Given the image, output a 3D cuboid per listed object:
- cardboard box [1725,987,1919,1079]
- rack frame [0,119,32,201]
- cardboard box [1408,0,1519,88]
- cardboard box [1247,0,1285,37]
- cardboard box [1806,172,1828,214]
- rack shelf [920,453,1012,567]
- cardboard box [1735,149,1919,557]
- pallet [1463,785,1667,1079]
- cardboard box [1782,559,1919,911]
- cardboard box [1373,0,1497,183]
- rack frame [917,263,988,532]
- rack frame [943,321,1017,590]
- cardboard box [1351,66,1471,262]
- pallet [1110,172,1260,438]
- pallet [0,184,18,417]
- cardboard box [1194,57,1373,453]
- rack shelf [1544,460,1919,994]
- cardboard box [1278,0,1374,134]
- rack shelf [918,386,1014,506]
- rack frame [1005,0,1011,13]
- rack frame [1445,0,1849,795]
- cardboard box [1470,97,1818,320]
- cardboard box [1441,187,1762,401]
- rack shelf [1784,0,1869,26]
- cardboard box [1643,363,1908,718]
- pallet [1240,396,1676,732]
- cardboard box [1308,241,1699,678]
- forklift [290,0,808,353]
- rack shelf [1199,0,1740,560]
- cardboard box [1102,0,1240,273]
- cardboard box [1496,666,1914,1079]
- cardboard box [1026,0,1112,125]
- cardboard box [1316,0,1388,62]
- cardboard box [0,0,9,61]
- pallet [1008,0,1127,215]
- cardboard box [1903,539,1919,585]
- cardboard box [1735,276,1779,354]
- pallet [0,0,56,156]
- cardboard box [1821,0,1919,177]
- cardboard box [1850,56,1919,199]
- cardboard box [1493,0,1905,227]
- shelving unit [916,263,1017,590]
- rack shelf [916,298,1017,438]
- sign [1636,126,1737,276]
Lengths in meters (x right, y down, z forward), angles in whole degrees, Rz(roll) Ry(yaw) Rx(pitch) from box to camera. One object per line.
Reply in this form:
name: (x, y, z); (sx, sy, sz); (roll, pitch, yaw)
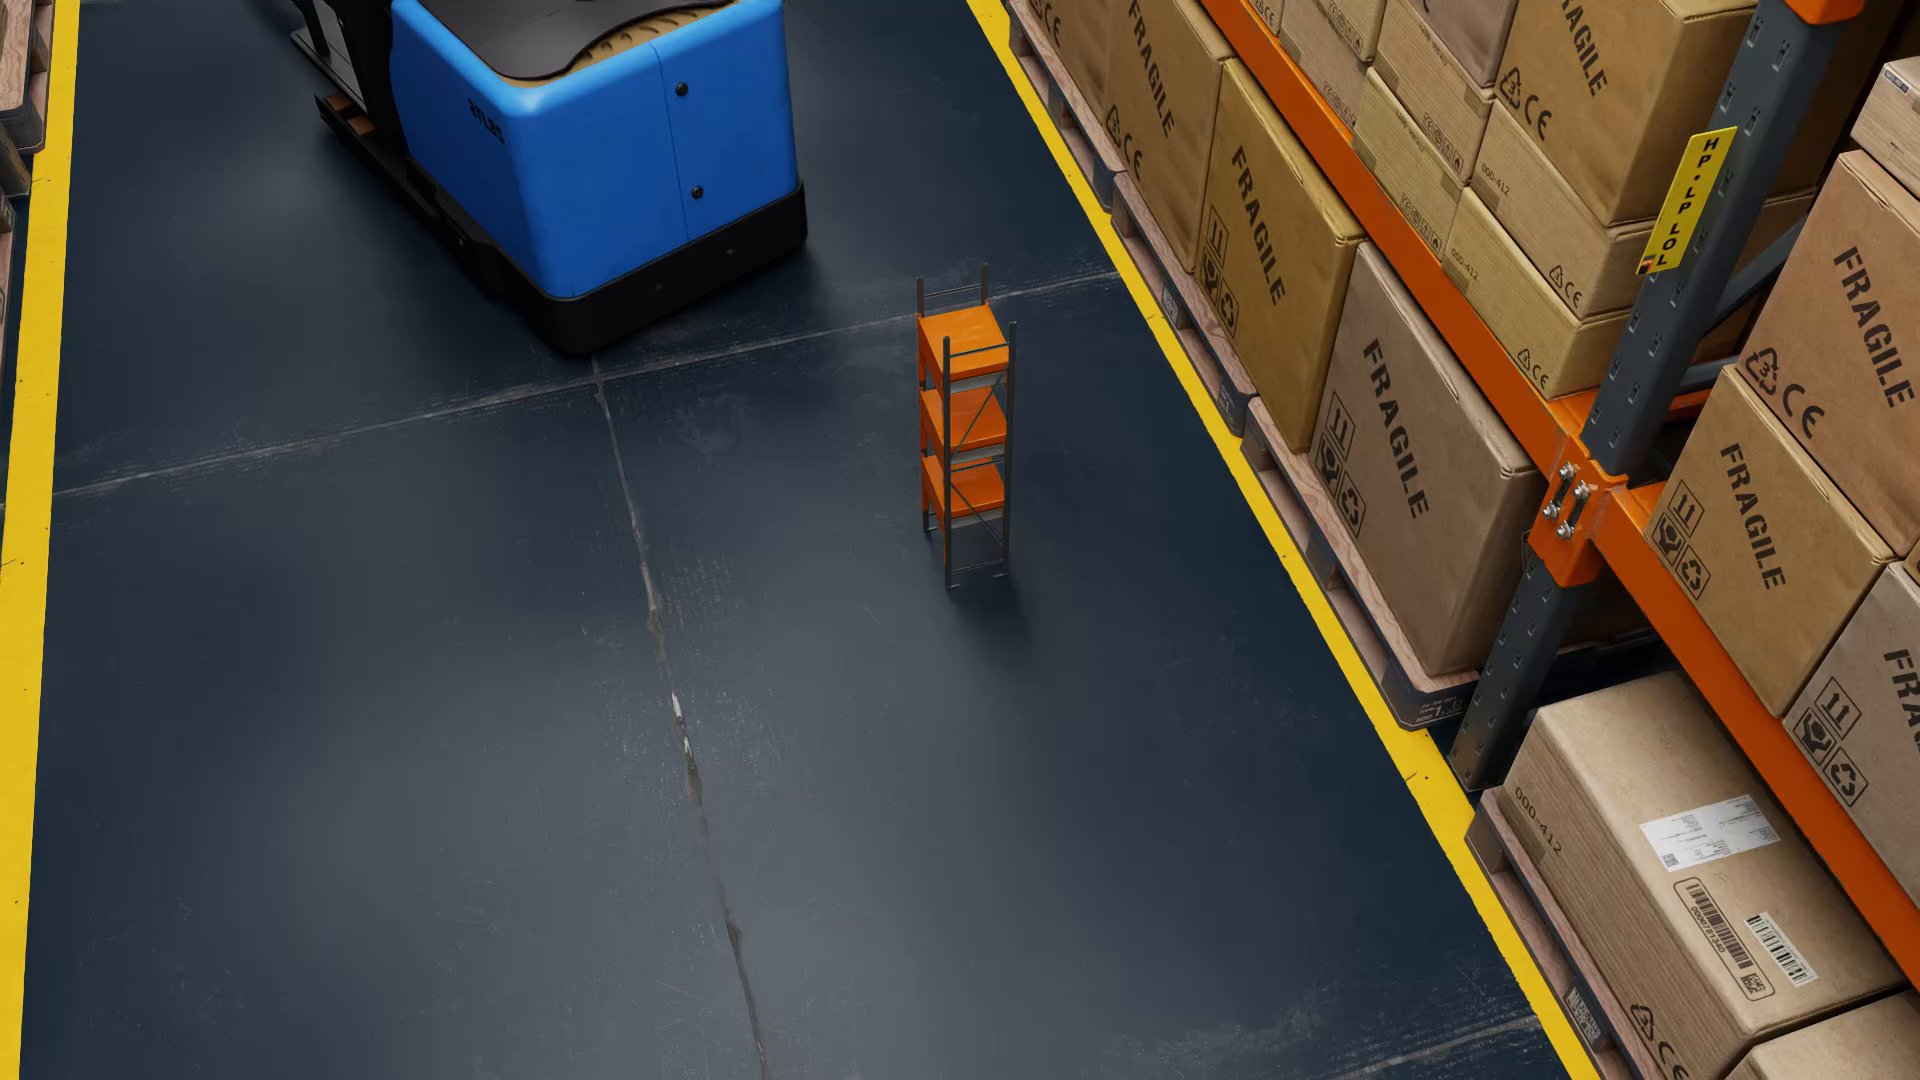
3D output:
cardboard box: (2.224, 1.415, 3.496); (0.875, 0.438, 0.875); (-15, 51, -12)
rack frame: (-4.048, -2.208, 5.150); (1.000, 3.000, 0.127); (-13, 51, -11)
cardboard box: (1.343, -1.412, 3.759); (0.500, 0.500, 0.500); (-12, 51, -10)
cardboard box: (1.064, -1.756, 4.866); (0.500, 0.250, 0.500); (-13, 51, -11)
cardboard box: (2.015, -0.910, 3.826); (0.500, 0.250, 0.500); (-15, 51, -12)
rack shelf: (0.016, -0.113, 5.036); (0.215, 0.259, 0.240); (-13, 51, -11)
cardboard box: (1.785, -0.364, 2.876); (0.500, 0.500, 0.500); (-13, 51, -11)
pallet: (2.025, 1.060, 4.218); (1.003, 0.211, 1.213); (-13, 51, -11)
cardboard box: (1.909, 0.326, 2.948); (0.500, 0.500, 0.500); (-13, 51, -11)
cardboard box: (1.358, -1.155, 4.033); (0.500, 0.250, 0.500); (-12, 51, -10)
rack frame: (-0.020, -0.388, 4.891); (0.200, 1.050, 0.008); (-13, 51, -11)
rack frame: (0.052, -0.210, 4.741); (0.200, 1.050, 0.008); (-13, 51, -11)
cardboard box: (1.352, -1.007, 4.235); (0.500, 0.250, 0.500); (-14, 51, -11)
pallet: (1.211, -0.952, 5.915); (1.003, 0.211, 1.213); (-13, 51, -11)
pallet: (-3.864, -0.756, 5.749); (1.003, 0.211, 1.213); (-13, 51, -11)
cardboard box: (1.341, -0.955, 5.208); (0.875, 0.875, 0.875); (-12, 51, -10)
rack shelf: (2.467, 1.281, 2.679); (1.077, 0.370, 4.000); (-13, 51, -11)
cardboard box: (1.221, -1.379, 4.549); (0.500, 0.250, 0.500); (-15, 51, -12)
rack shelf: (0.016, -0.292, 4.824); (0.215, 0.259, 0.240); (-13, 51, -11)
rack frame: (0.692, -3.333, 6.098); (1.000, 3.000, 0.127); (-13, 51, -11)
rack frame: (1.875, -0.412, 3.635); (1.000, 3.000, 0.127); (-13, 51, -11)
cardboard box: (1.513, -0.792, 3.727); (0.500, 0.250, 0.500); (-13, 51, -11)
cardboard box: (1.502, -0.634, 3.921); (0.500, 0.250, 0.500); (-14, 51, -12)
rack shelf: (2.467, 0.314, 1.532); (1.077, 0.370, 4.000); (-13, 51, -11)
cardboard box: (1.764, -0.042, 3.258); (0.500, 0.500, 0.500); (-12, 51, -10)
pallet: (1.575, -0.060, 5.162); (1.003, 0.211, 1.213); (-13, 51, -11)
cardboard box: (1.615, -0.297, 4.654); (0.875, 0.875, 0.875); (-12, 51, -10)
forklift: (-1.879, -2.653, 5.570); (1.130, 2.935, 3.031); (-32, 57, -24)
rack shelf: (1.284, -1.641, 5.142); (1.077, 0.370, 4.000); (-13, 51, -11)
cardboard box: (1.077, -1.608, 5.759); (0.875, 0.875, 0.875); (-13, 51, -11)
cardboard box: (1.958, 0.761, 4.047); (0.875, 0.438, 0.875); (-14, 51, -12)
cardboard box: (0.817, -2.261, 6.309); (0.875, 0.875, 0.875); (-14, 51, -11)
cardboard box: (1.199, -1.532, 4.351); (0.500, 0.250, 0.500); (-12, 51, -10)
cardboard box: (-4.220, -2.037, 6.284); (0.875, 0.625, 0.625); (-12, 51, -10)
pallet: (0.853, -1.842, 6.665); (1.003, 0.211, 1.213); (-13, 51, -11)
cardboard box: (1.928, 0.006, 2.563); (0.500, 0.500, 0.500); (-14, 51, -11)
cardboard box: (1.997, -0.745, 4.014); (0.500, 0.250, 0.500); (-14, 51, -12)
pallet: (-4.254, -1.920, 6.730); (1.003, 0.211, 1.213); (-13, 51, -11)
cardboard box: (2.020, -1.153, 3.541); (0.500, 0.500, 0.500); (-13, 51, -11)
cardboard box: (1.721, -0.686, 2.723); (0.380, 0.149, 0.250); (-14, 51, -12)
cardboard box: (1.503, -1.036, 3.442); (0.500, 0.500, 0.500); (-12, 51, -10)
shelving unit: (0.016, -0.299, 4.816); (0.215, 1.050, 0.252); (-13, 51, -11)
rack shelf: (0.016, -0.475, 4.607); (0.215, 0.259, 0.240); (-13, 51, -11)
sign: (1.360, -0.630, 3.114); (0.100, 0.325, 0.005); (-13, 51, -11)
